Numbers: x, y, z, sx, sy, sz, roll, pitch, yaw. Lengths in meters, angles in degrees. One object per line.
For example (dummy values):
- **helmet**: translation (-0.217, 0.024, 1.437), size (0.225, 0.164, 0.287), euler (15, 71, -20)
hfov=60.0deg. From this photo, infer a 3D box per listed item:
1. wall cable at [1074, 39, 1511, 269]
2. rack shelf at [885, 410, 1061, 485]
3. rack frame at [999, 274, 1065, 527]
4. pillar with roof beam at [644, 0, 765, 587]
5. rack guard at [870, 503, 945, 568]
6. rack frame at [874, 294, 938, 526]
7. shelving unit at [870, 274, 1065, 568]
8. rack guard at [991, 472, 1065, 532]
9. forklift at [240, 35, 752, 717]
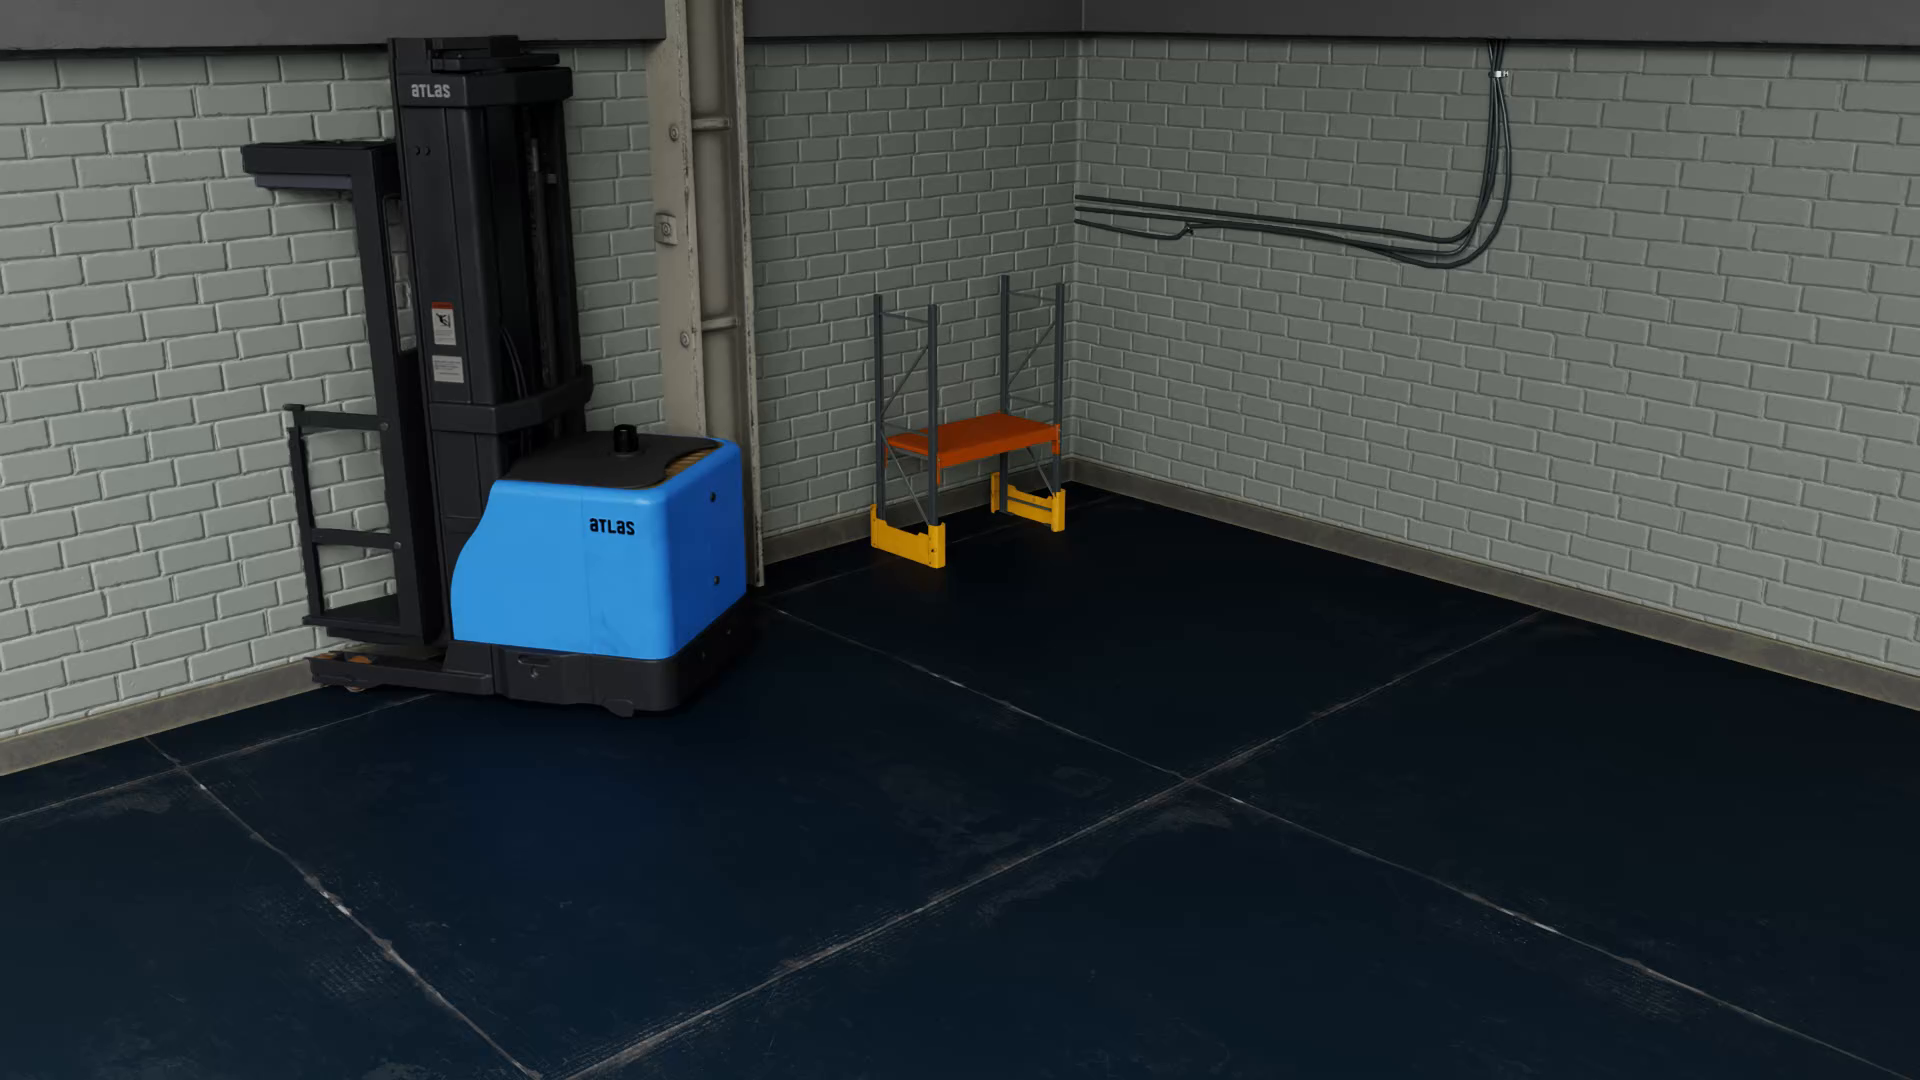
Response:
- **wall cable**: translation (1.722, -2.876, 9.299), size (0.112, 2.526, 3.097), euler (-16, 24, -41)
- **rack shelf**: translation (0.062, -0.560, 9.865), size (1.000, 0.185, 0.538), euler (-16, 24, -41)
- **rack frame**: translation (0.431, -0.839, 10.141), size (0.032, 1.500, 0.500), euler (-16, 24, -41)
- **pillar with roof beam**: translation (1.631, -3.060, 4.834), size (0.400, 9.000, 9.100), euler (-16, 24, -41)
- **rack guard**: translation (-0.306, -0.030, 9.670), size (0.087, 0.250, 0.587), euler (-16, 24, -41)
- **rack frame**: translation (-0.307, -0.624, 9.477), size (0.032, 1.500, 0.500), euler (-16, 24, -41)
- **shelving unit**: translation (0.055, -0.730, 9.803), size (1.083, 1.500, 0.587), euler (-16, 24, -41)
- **rack guard**: translation (0.417, -0.241, 10.321), size (0.087, 0.250, 0.587), euler (-16, 24, -41)
- **forklift**: translation (-2.610, -0.832, 7.800), size (3.031, 2.935, 1.130), euler (5, 19, 14)
